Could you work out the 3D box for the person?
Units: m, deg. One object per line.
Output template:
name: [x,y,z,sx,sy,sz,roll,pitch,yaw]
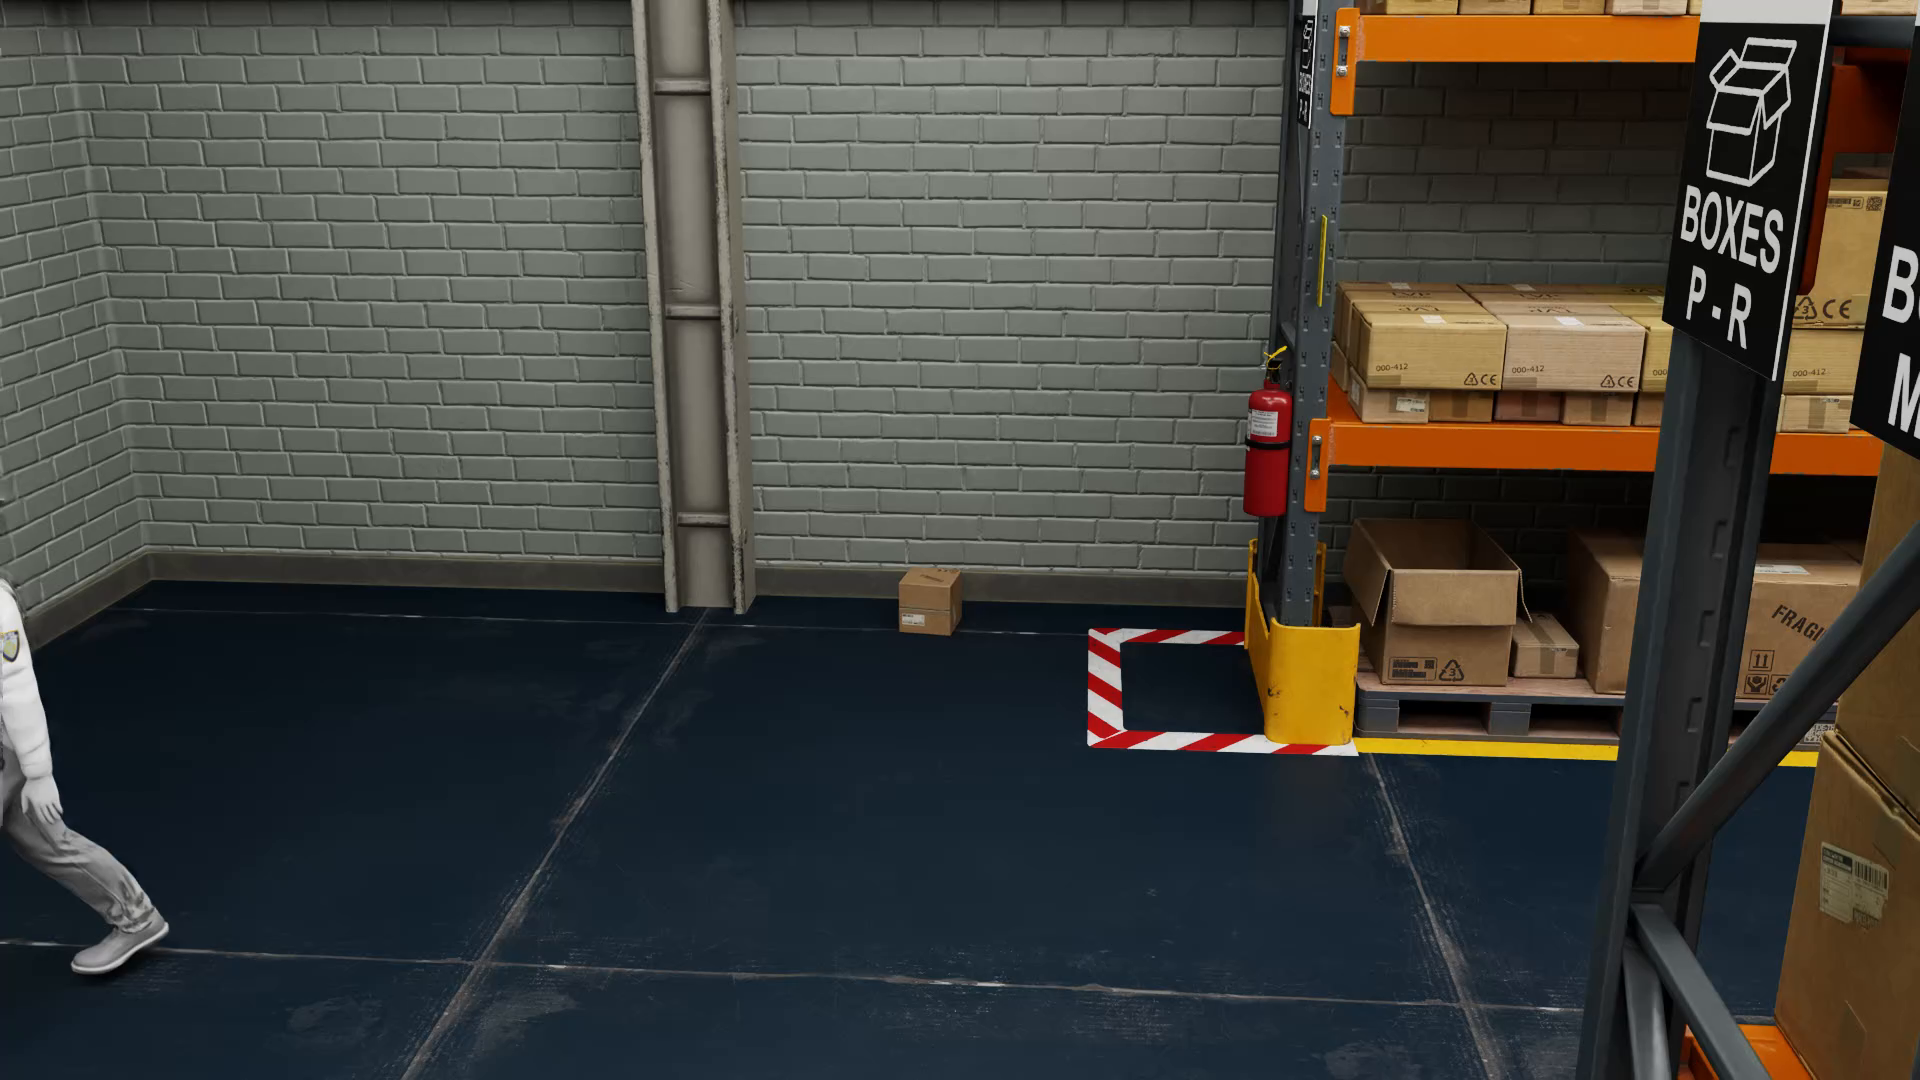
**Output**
person: [-2.810,0.590,4.625,0.976,1.632,0.501,-16,24,-42]
